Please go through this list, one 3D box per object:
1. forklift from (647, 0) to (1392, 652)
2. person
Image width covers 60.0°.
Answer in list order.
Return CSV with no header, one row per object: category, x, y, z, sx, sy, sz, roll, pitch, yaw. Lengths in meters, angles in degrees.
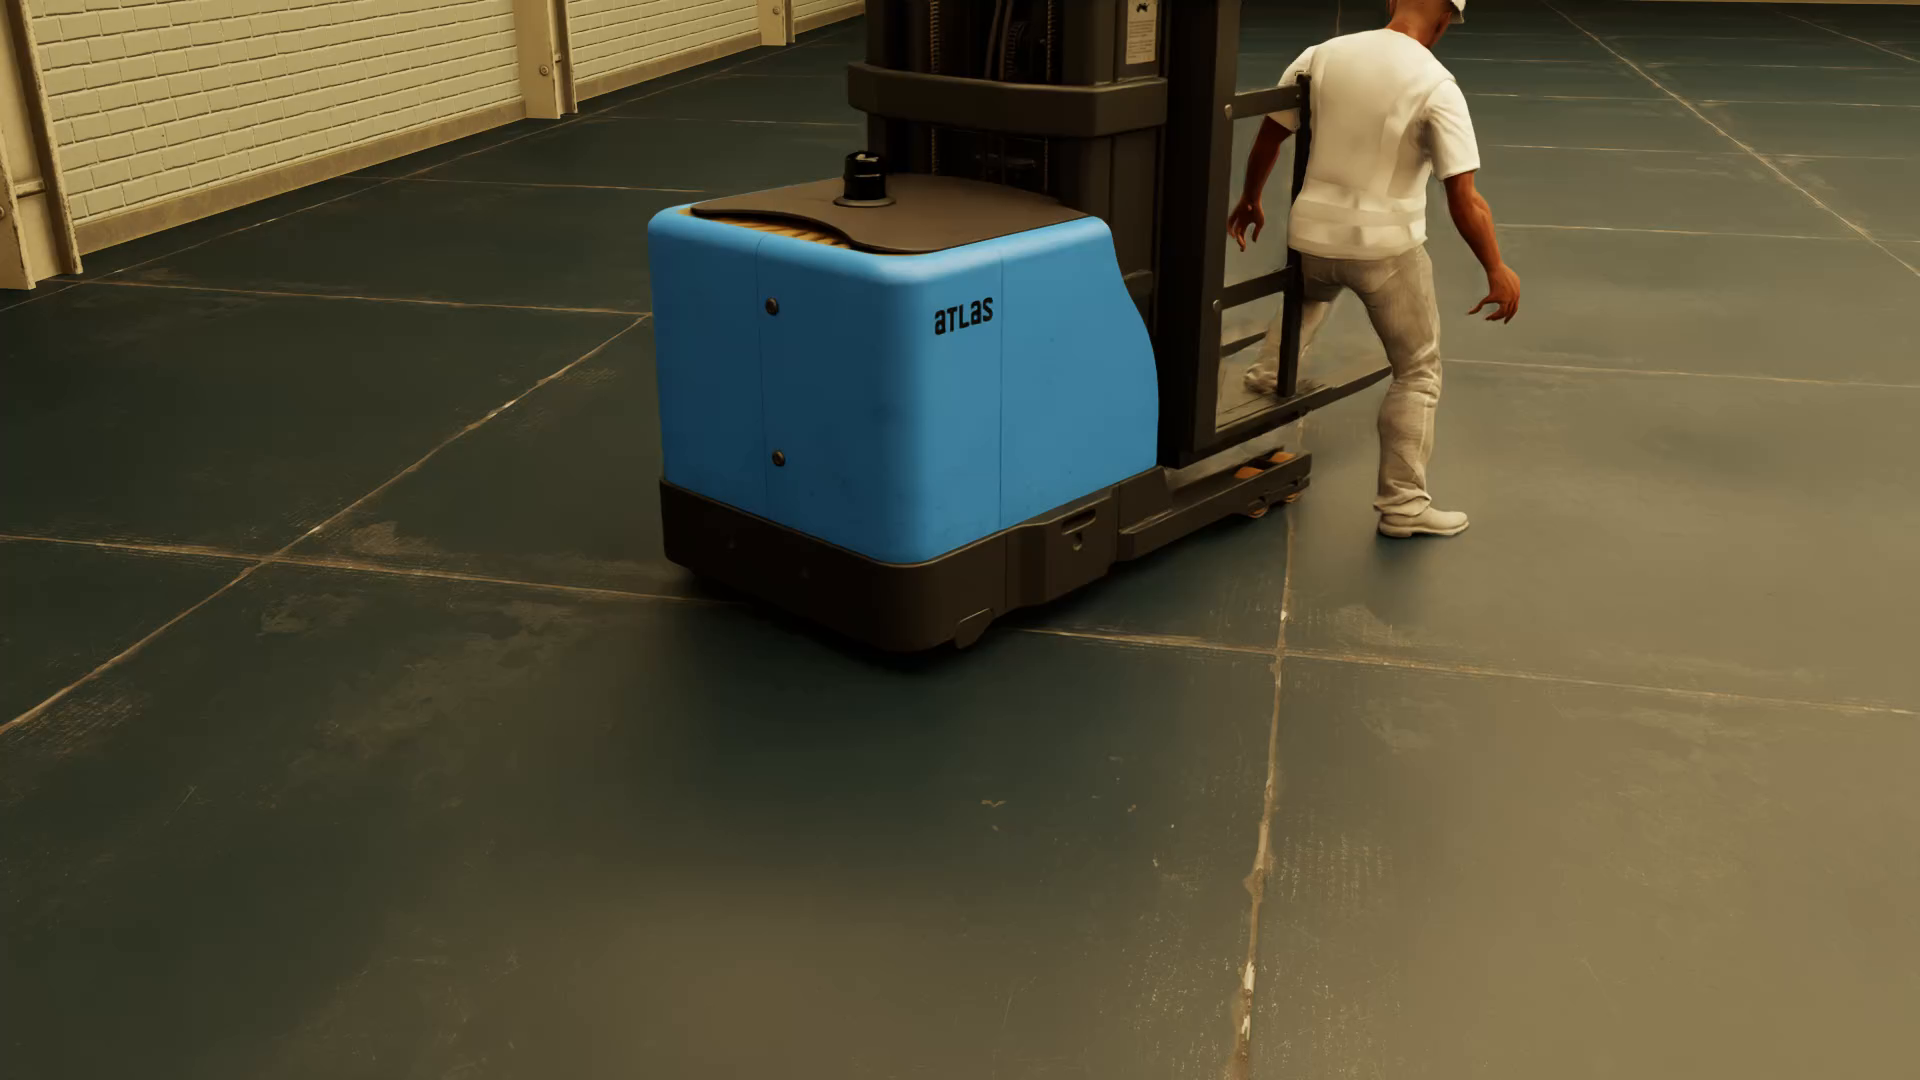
forklift,0.504,-1.541,5.045,1.130,2.935,3.031,19,29,39
person,1.299,-0.916,5.150,0.963,1.713,0.492,20,30,40
